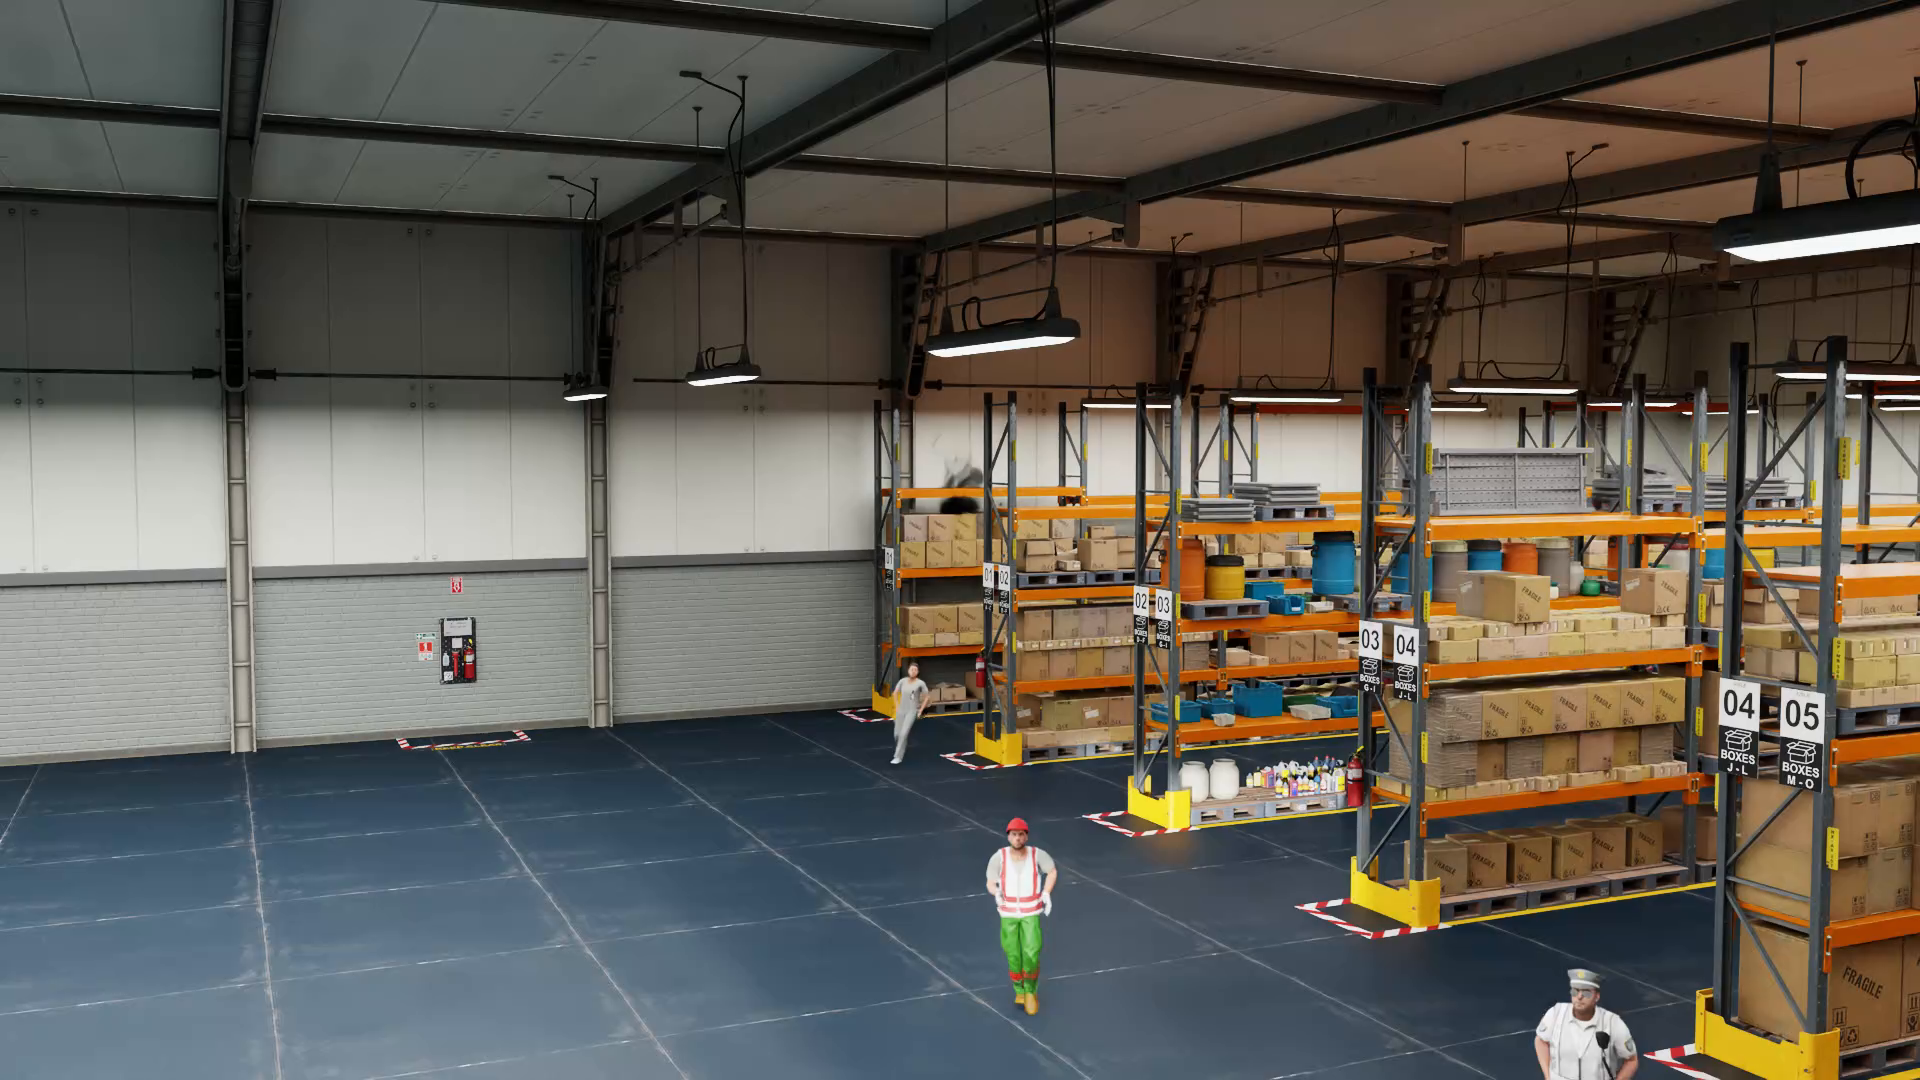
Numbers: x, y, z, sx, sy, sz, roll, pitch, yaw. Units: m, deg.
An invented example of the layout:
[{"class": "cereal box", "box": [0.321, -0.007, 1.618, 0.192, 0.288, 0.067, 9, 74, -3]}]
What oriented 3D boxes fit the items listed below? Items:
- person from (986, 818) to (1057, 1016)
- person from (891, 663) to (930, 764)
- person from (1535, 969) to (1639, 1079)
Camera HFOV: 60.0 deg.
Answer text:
[{"class": "person", "box": [0.545, 3.402, 15.012, 0.628, 1.784, 0.689, 0, 3, 7]}, {"class": "person", "box": [-0.800, 2.784, 26.931, 0.634, 1.623, 0.680, 1, 3, 11]}, {"class": "person", "box": [4.084, 3.660, 10.880, 0.648, 1.754, 0.627, 1, 4, 24]}]
